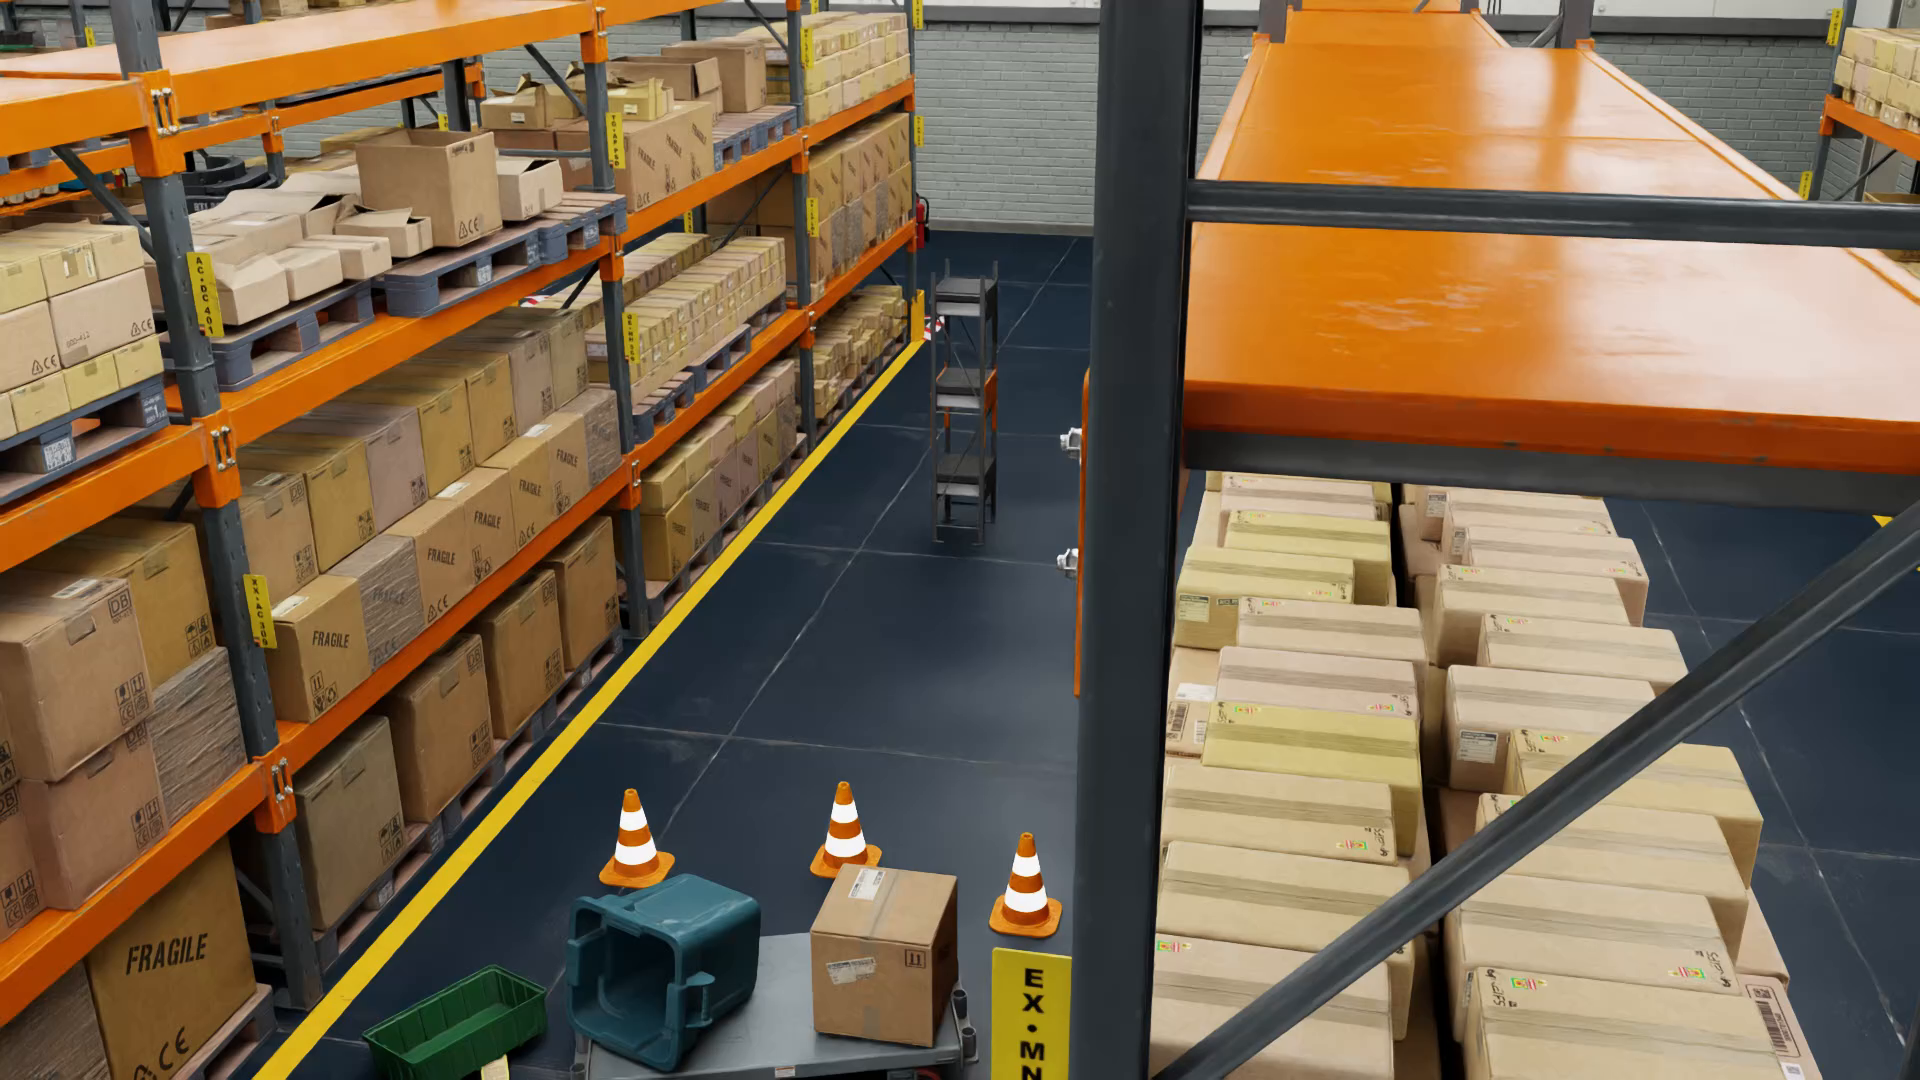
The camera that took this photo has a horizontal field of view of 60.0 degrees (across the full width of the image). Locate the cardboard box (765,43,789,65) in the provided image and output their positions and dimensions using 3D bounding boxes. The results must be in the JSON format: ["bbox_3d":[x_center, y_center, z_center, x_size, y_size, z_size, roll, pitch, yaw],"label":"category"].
[{"bbox_3d":[-1.494,-4.061,13.904,0.380,0.149,0.250,4,22,10],"label":"cardboard box"}]

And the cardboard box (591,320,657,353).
[{"bbox_3d":[-2.271,-1.378,11.238,0.380,0.149,0.250,4,22,9],"label":"cardboard box"}]

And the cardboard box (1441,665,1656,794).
[{"bbox_3d":[1.128,0.372,3.170,0.380,0.149,0.250,4,22,11],"label":"cardboard box"}]

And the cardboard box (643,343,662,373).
[{"bbox_3d":[-2.258,-1.248,11.314,0.380,0.149,0.250,6,23,13],"label":"cardboard box"}]

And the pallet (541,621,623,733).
[{"bbox_3d":[-2.841,0.805,10.573,1.003,0.211,1.213,4,22,11],"label":"pallet"}]

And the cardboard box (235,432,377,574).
[{"bbox_3d":[-3.224,-0.189,7.835,0.700,0.500,0.500,4,22,10],"label":"cardboard box"}]

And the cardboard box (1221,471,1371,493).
[{"bbox_3d":[0.892,-0.141,4.441,0.380,0.149,0.250,4,22,9],"label":"cardboard box"}]

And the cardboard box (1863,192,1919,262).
[{"bbox_3d":[8.090,-2.702,14.346,0.500,0.500,0.500,5,22,12],"label":"cardboard box"}]

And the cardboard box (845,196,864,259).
[{"bbox_3d":[-1.211,-2.943,15.615,0.500,0.500,0.500,4,22,10],"label":"cardboard box"}]

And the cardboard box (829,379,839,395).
[{"bbox_3d":[-1.348,-1.407,15.587,0.380,0.149,0.250,4,22,11],"label":"cardboard box"}]

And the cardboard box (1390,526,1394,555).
[{"bbox_3d":[1.540,-0.019,5.206,0.380,0.149,0.250,5,22,12],"label":"cardboard box"}]

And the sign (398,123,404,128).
[{"bbox_3d":[-6.351,-4.595,18.983,0.100,0.325,0.005,4,22,11],"label":"sign"}]

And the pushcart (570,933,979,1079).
[{"bbox_3d":[-0.799,2.093,7.152,1.648,0.377,0.936,-3,22,-8],"label":"pushcart"}]

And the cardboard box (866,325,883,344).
[{"bbox_3d":[-1.000,-2.112,16.939,0.380,0.149,0.250,5,22,12],"label":"cardboard box"}]

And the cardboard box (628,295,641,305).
[{"bbox_3d":[-2.638,-1.769,12.608,0.380,0.149,0.250,4,22,10],"label":"cardboard box"}]

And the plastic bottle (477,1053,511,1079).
[{"bbox_3d":[-2.002,2.271,7.134,0.133,0.061,0.283,-7,23,-17],"label":"plastic bottle"}]

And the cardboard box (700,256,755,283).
[{"bbox_3d":[-1.843,-2.138,13.125,0.380,0.149,0.250,4,22,11],"label":"cardboard box"}]

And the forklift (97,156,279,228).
[{"bbox_3d":[-5.603,-1.200,11.911,3.031,2.935,1.130,-2,22,-4],"label":"forklift"}]

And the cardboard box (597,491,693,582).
[{"bbox_3d":[-2.213,-0.046,11.736,0.500,0.500,0.500,4,22,9],"label":"cardboard box"}]

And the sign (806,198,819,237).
[{"bbox_3d":[-1.247,-2.730,14.068,0.100,0.325,0.005,4,22,11],"label":"sign"}]

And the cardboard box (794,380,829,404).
[{"bbox_3d":[-1.403,-1.353,15.053,0.380,0.149,0.250,5,23,13],"label":"cardboard box"}]

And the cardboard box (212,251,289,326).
[{"bbox_3d":[-3.055,-1.080,6.990,0.258,0.266,0.396,4,22,10],"label":"cardboard box"}]

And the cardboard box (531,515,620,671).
[{"bbox_3d":[-2.819,0.293,10.559,1.050,0.750,0.750,4,22,10],"label":"cardboard box"}]

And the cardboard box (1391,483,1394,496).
[{"bbox_3d":[1.617,-0.245,5.235,0.500,0.250,0.500,4,22,10],"label":"cardboard box"}]

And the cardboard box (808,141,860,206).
[{"bbox_3d":[-1.236,-3.401,15.414,0.500,0.500,0.500,5,22,12],"label":"cardboard box"}]

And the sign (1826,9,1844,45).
[{"bbox_3d":[8.221,-4.818,15.616,0.100,0.325,0.005,4,22,11],"label":"sign"}]

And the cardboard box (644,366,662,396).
[{"bbox_3d":[-2.263,-1.096,11.334,0.380,0.149,0.250,6,23,14],"label":"cardboard box"}]

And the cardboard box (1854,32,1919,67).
[{"bbox_3d":[8.293,-4.344,14.742,0.500,0.250,0.500,4,22,11],"label":"cardboard box"}]

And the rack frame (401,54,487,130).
[{"bbox_3d":[-5.809,-4.112,19.049,1.000,3.000,0.127,4,22,11],"label":"rack frame"}]

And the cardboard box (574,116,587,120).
[{"bbox_3d":[-2.650,-2.621,11.198,0.500,0.500,0.500,4,22,11],"label":"cardboard box"}]

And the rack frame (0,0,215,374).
[{"bbox_3d":[-3.423,-2.091,6.001,1.000,3.000,0.127,4,22,11],"label":"rack frame"}]

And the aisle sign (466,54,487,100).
[{"bbox_3d":[-5.501,-5.321,18.572,0.394,0.787,0.004,4,22,11],"label":"aisle sign"}]

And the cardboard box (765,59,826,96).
[{"bbox_3d":[-1.458,-3.946,14.152,0.500,0.250,0.500,5,23,13],"label":"cardboard box"}]

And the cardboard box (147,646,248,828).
[{"bbox_3d":[-3.487,0.758,6.756,0.875,0.550,0.550,4,22,11],"label":"cardboard box"}]

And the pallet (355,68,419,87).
[{"bbox_3d":[-6.197,-4.743,16.718,1.003,0.211,1.213,4,22,11],"label":"pallet"}]

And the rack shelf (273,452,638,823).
[{"bbox_3d":[-3.015,0.294,9.072,1.077,0.370,4.000,4,22,11],"label":"rack shelf"}]

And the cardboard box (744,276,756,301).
[{"bbox_3d":[-1.836,-2.003,13.187,0.380,0.149,0.250,4,22,9],"label":"cardboard box"}]

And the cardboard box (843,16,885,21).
[{"bbox_3d":[-0.952,-5.115,16.522,0.380,0.149,0.250,4,22,9],"label":"cardboard box"}]

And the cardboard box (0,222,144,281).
[{"bbox_3d":[-3.186,-1.036,5.969,0.380,0.149,0.250,4,22,10],"label":"cardboard box"}]

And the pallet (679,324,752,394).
[{"bbox_3d":[-2.243,-1.409,12.595,1.003,0.211,1.213,4,22,11],"label":"pallet"}]

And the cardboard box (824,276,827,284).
[{"bbox_3d":[-1.429,-2.398,15.129,0.380,0.149,0.250,3,22,9],"label":"cardboard box"}]

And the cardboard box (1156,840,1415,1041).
[{"bbox_3d":[0.498,0.612,2.571,0.380,0.149,0.250,5,22,12],"label":"cardboard box"}]

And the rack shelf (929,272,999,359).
[{"bbox_3d":[0.034,-1.671,12.355,0.431,0.518,0.480,4,22,11],"label":"rack shelf"}]

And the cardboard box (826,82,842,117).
[{"bbox_3d":[-1.345,-3.889,14.681,0.500,0.250,0.500,4,22,10],"label":"cardboard box"}]

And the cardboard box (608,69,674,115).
[{"bbox_3d":[-2.136,-2.976,11.054,0.396,0.266,0.258,4,22,11],"label":"cardboard box"}]

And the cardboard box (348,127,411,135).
[{"bbox_3d":[-6.274,-4.191,18.042,0.500,0.500,0.500,4,22,10],"label":"cardboard box"}]

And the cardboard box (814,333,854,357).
[{"bbox_3d":[-1.237,-1.869,15.937,0.380,0.149,0.250,5,22,12],"label":"cardboard box"}]

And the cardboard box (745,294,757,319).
[{"bbox_3d":[-1.835,-1.874,13.267,0.380,0.149,0.250,3,22,8],"label":"cardboard box"}]

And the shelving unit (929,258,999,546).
[{"bbox_3d":[0.034,-1.035,12.612,0.431,2.100,0.503,4,22,11],"label":"shelving unit"}]

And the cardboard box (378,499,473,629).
[{"bbox_3d":[-2.845,0.106,8.441,0.500,0.500,0.500,4,22,11],"label":"cardboard box"}]

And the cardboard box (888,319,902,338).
[{"bbox_3d":[-0.831,-2.259,17.702,0.380,0.149,0.250,5,23,13],"label":"cardboard box"}]

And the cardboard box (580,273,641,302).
[{"bbox_3d":[-2.636,-1.908,12.553,0.380,0.149,0.250,5,23,13],"label":"cardboard box"}]

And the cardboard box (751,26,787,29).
[{"bbox_3d":[-1.724,-4.677,15.435,0.380,0.149,0.250,4,22,10],"label":"cardboard box"}]

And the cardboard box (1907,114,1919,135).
[{"bbox_3d":[8.020,-3.410,13.627,0.380,0.149,0.250,5,22,11],"label":"cardboard box"}]

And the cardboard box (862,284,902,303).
[{"bbox_3d":[-0.834,-2.633,17.833,0.380,0.149,0.250,5,22,12],"label":"cardboard box"}]

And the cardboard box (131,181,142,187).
[{"bbox_3d":[-6.748,-2.927,14.629,0.797,0.503,0.637,4,22,10],"label":"cardboard box"}]

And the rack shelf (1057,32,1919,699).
[{"bbox_3d":[1.035,-0.684,3.474,1.077,0.370,4.000,4,22,11],"label":"rack shelf"}]

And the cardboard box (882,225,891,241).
[{"bbox_3d":[-0.917,-3.164,17.030,0.380,0.149,0.250,5,22,12],"label":"cardboard box"}]
